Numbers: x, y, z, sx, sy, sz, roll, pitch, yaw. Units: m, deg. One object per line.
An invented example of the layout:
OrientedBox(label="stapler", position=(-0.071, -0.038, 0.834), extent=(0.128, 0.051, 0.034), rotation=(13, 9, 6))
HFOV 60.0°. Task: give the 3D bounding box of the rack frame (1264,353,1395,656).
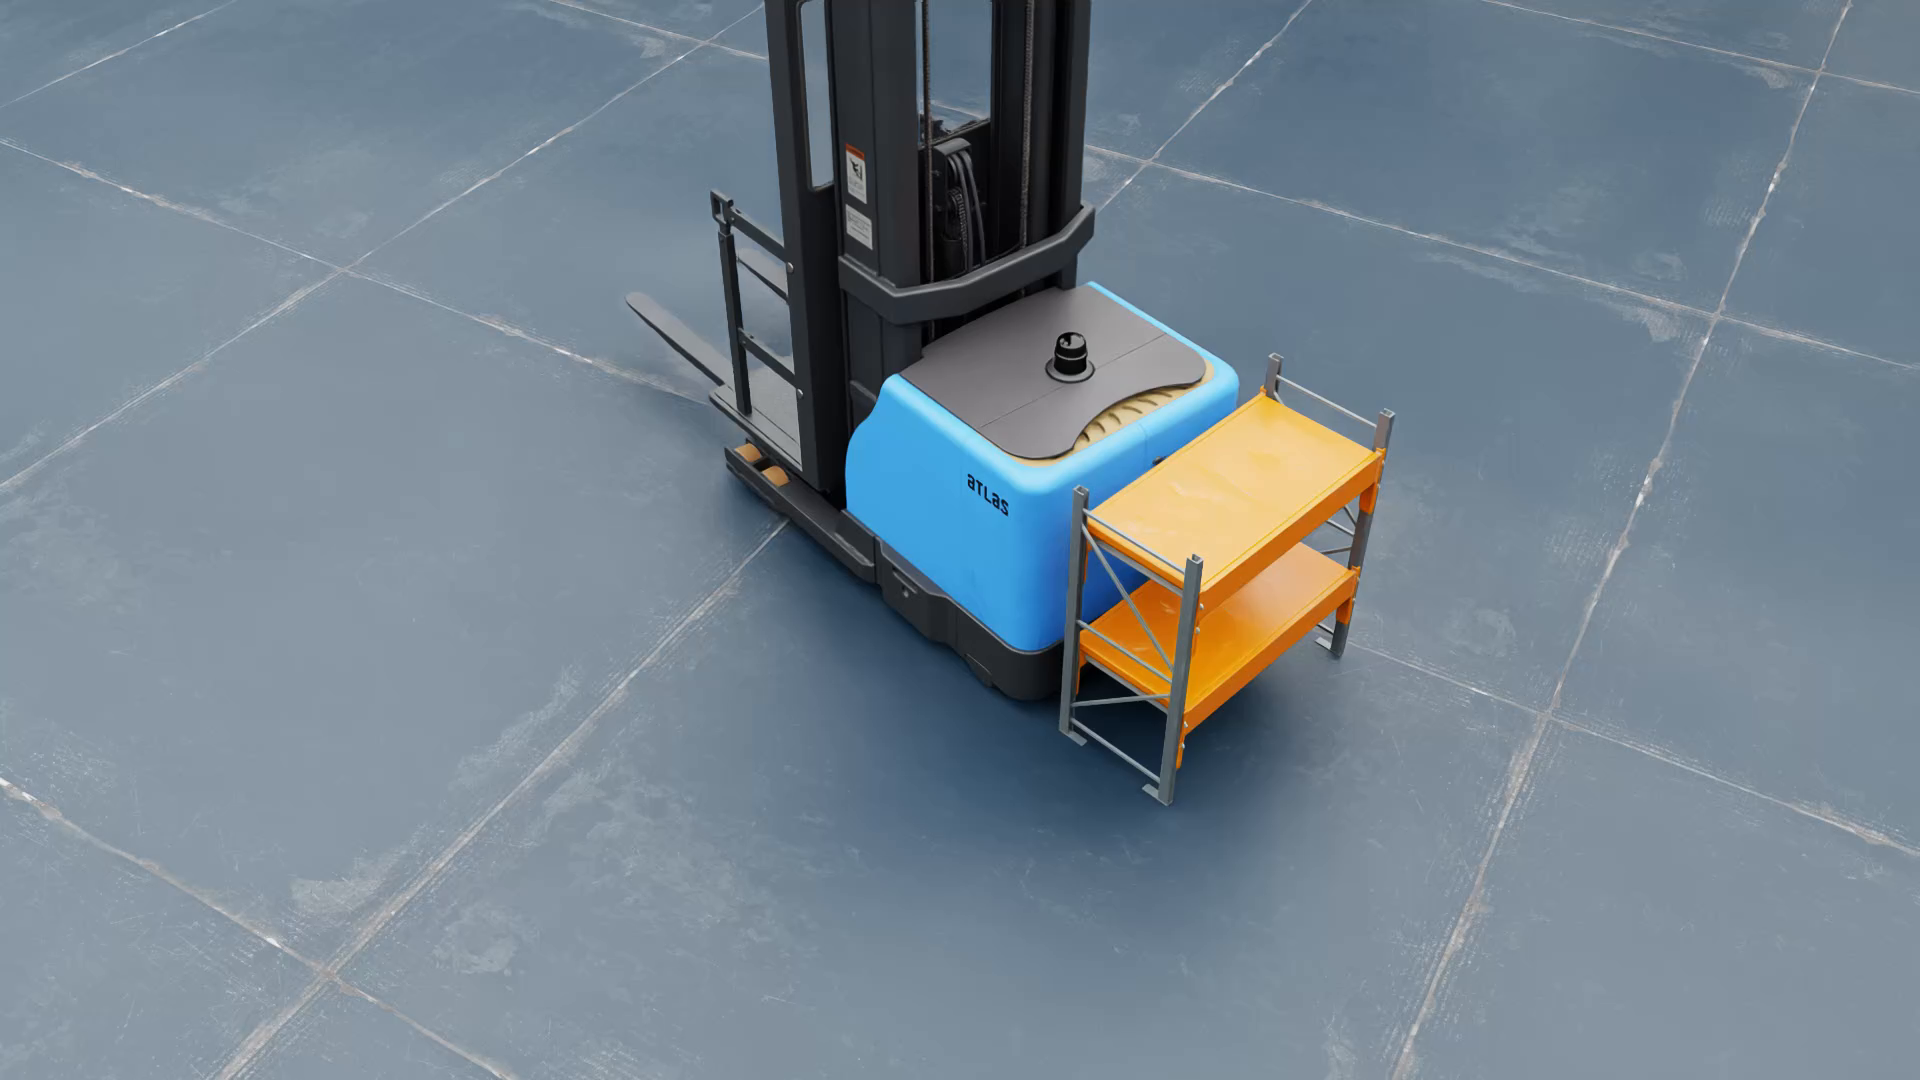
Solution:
OrientedBox(label="rack frame", position=(1.259, -0.107, 6.020), extent=(0.500, 1.125, 0.032), rotation=(33, 51, 32))

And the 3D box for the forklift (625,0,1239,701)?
OrientedBox(label="forklift", position=(-0.330, -1.430, 6.156), extent=(1.130, 2.935, 3.031), rotation=(-29, 49, -29))

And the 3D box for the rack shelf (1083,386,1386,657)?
OrientedBox(label="rack shelf", position=(0.901, -0.088, 5.556), extent=(0.538, 0.278, 1.000), rotation=(33, 51, 32))

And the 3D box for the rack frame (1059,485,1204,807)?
OrientedBox(label="rack frame", position=(0.544, 0.370, 5.478), extent=(0.500, 1.125, 0.032), rotation=(33, 51, 32))

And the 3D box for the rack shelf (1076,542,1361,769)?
OrientedBox(label="rack shelf", position=(0.901, 0.315, 5.911), extent=(0.538, 0.278, 1.000), rotation=(33, 51, 32))

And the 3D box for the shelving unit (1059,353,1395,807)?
OrientedBox(label="shelving unit", position=(0.901, 0.132, 5.749), extent=(0.538, 1.125, 1.048), rotation=(33, 51, 32))
